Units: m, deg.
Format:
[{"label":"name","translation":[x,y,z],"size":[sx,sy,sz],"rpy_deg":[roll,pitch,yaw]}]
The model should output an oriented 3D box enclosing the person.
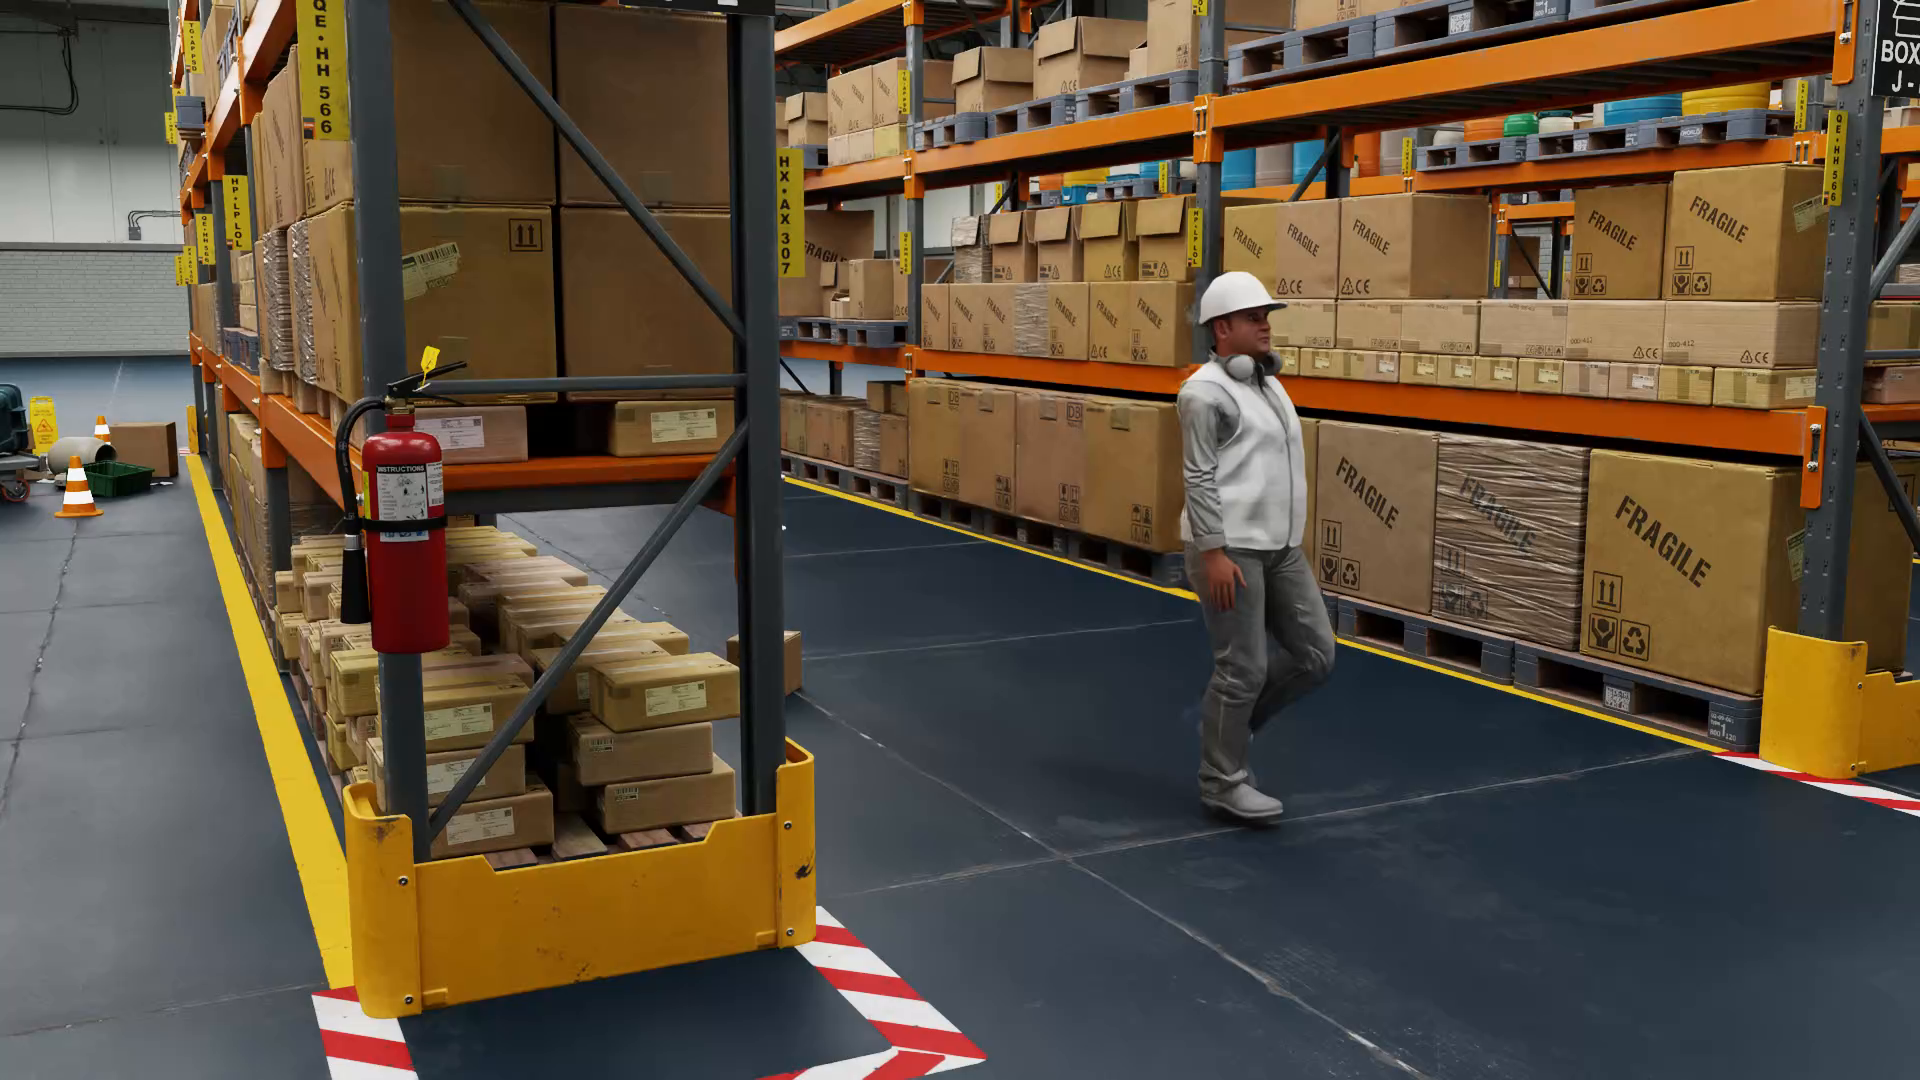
[{"label":"person","translation":[0.941,0.020,5.414],"size":[0.467,1.765,0.556],"rpy_deg":[7,11,40]}]
